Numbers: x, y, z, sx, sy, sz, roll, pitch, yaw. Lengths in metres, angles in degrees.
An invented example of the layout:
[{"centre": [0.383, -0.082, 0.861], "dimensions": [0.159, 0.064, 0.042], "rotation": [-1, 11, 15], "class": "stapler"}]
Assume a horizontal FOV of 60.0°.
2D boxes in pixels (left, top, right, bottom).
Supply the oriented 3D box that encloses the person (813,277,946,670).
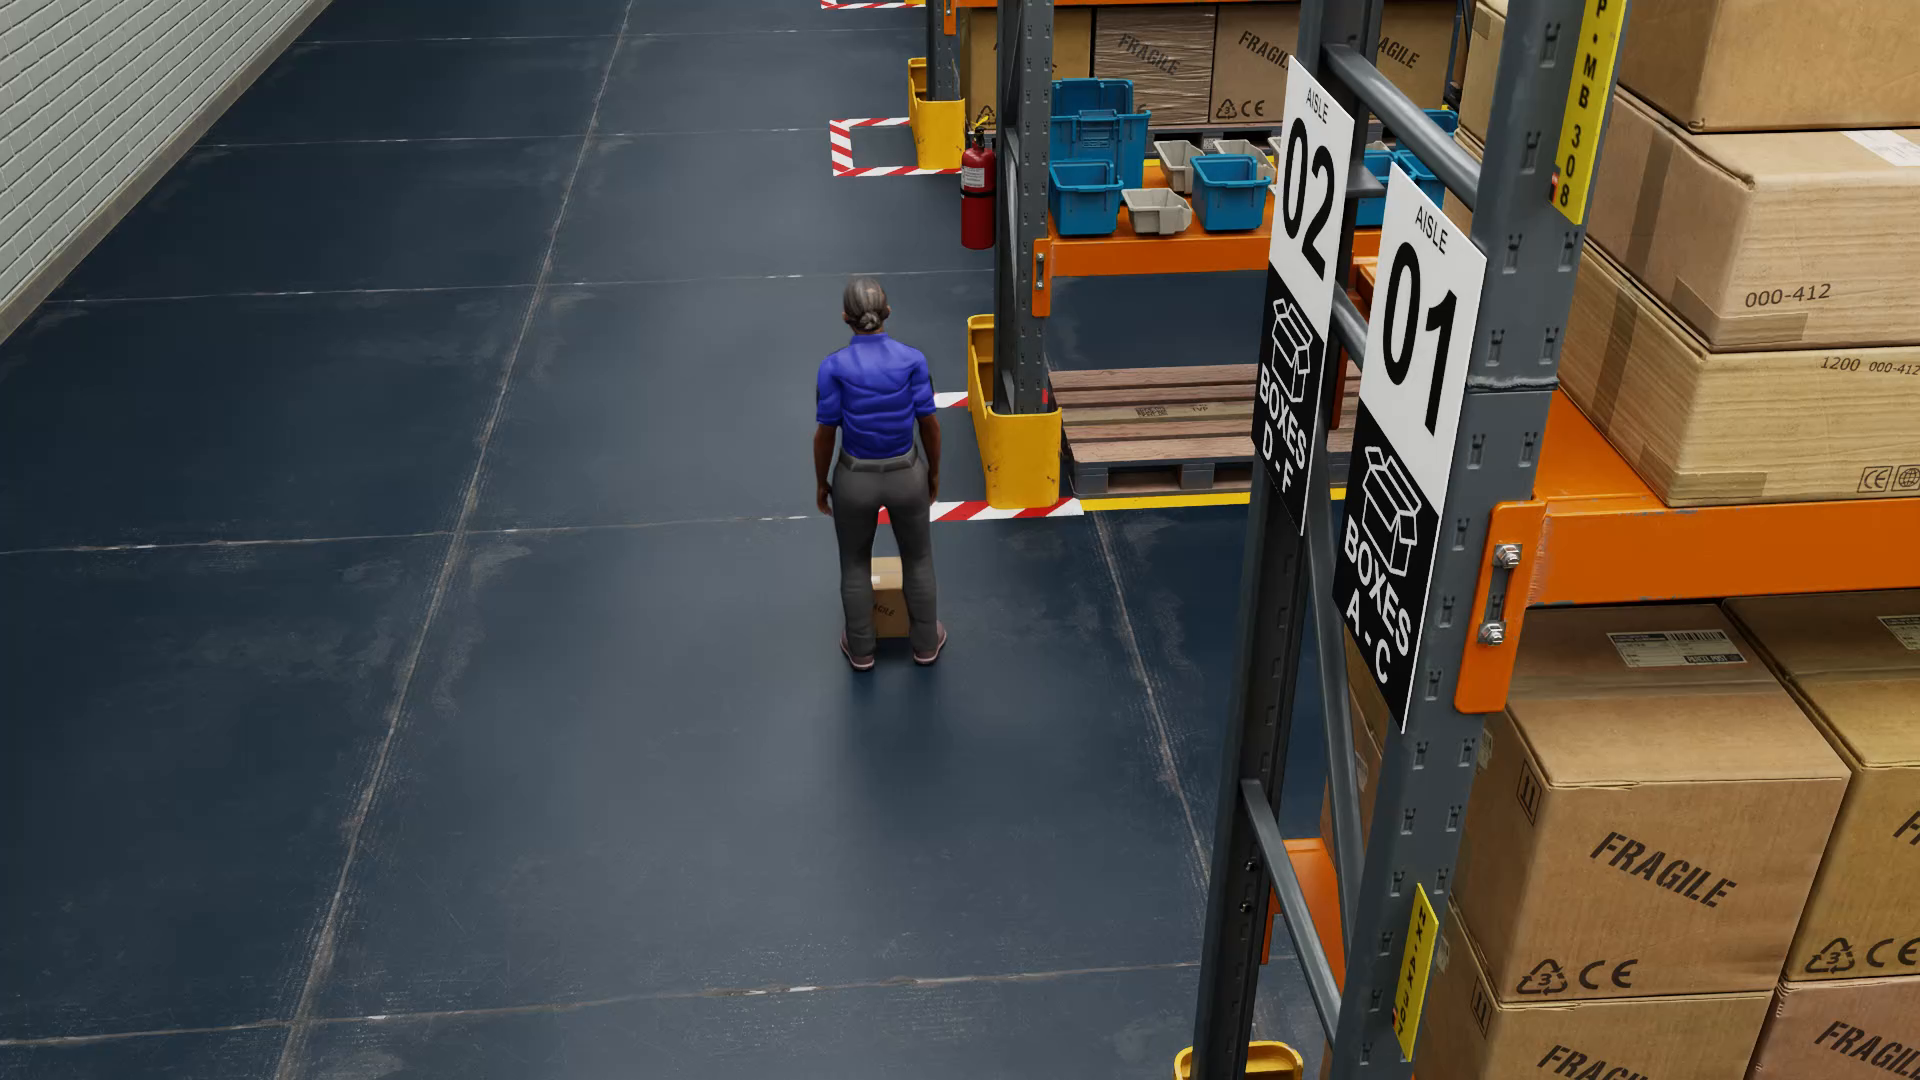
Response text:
[{"centre": [-0.307, -0.233, 6.524], "dimensions": [0.528, 1.653, 0.351], "rotation": [-5, 32, -8], "class": "person"}]
